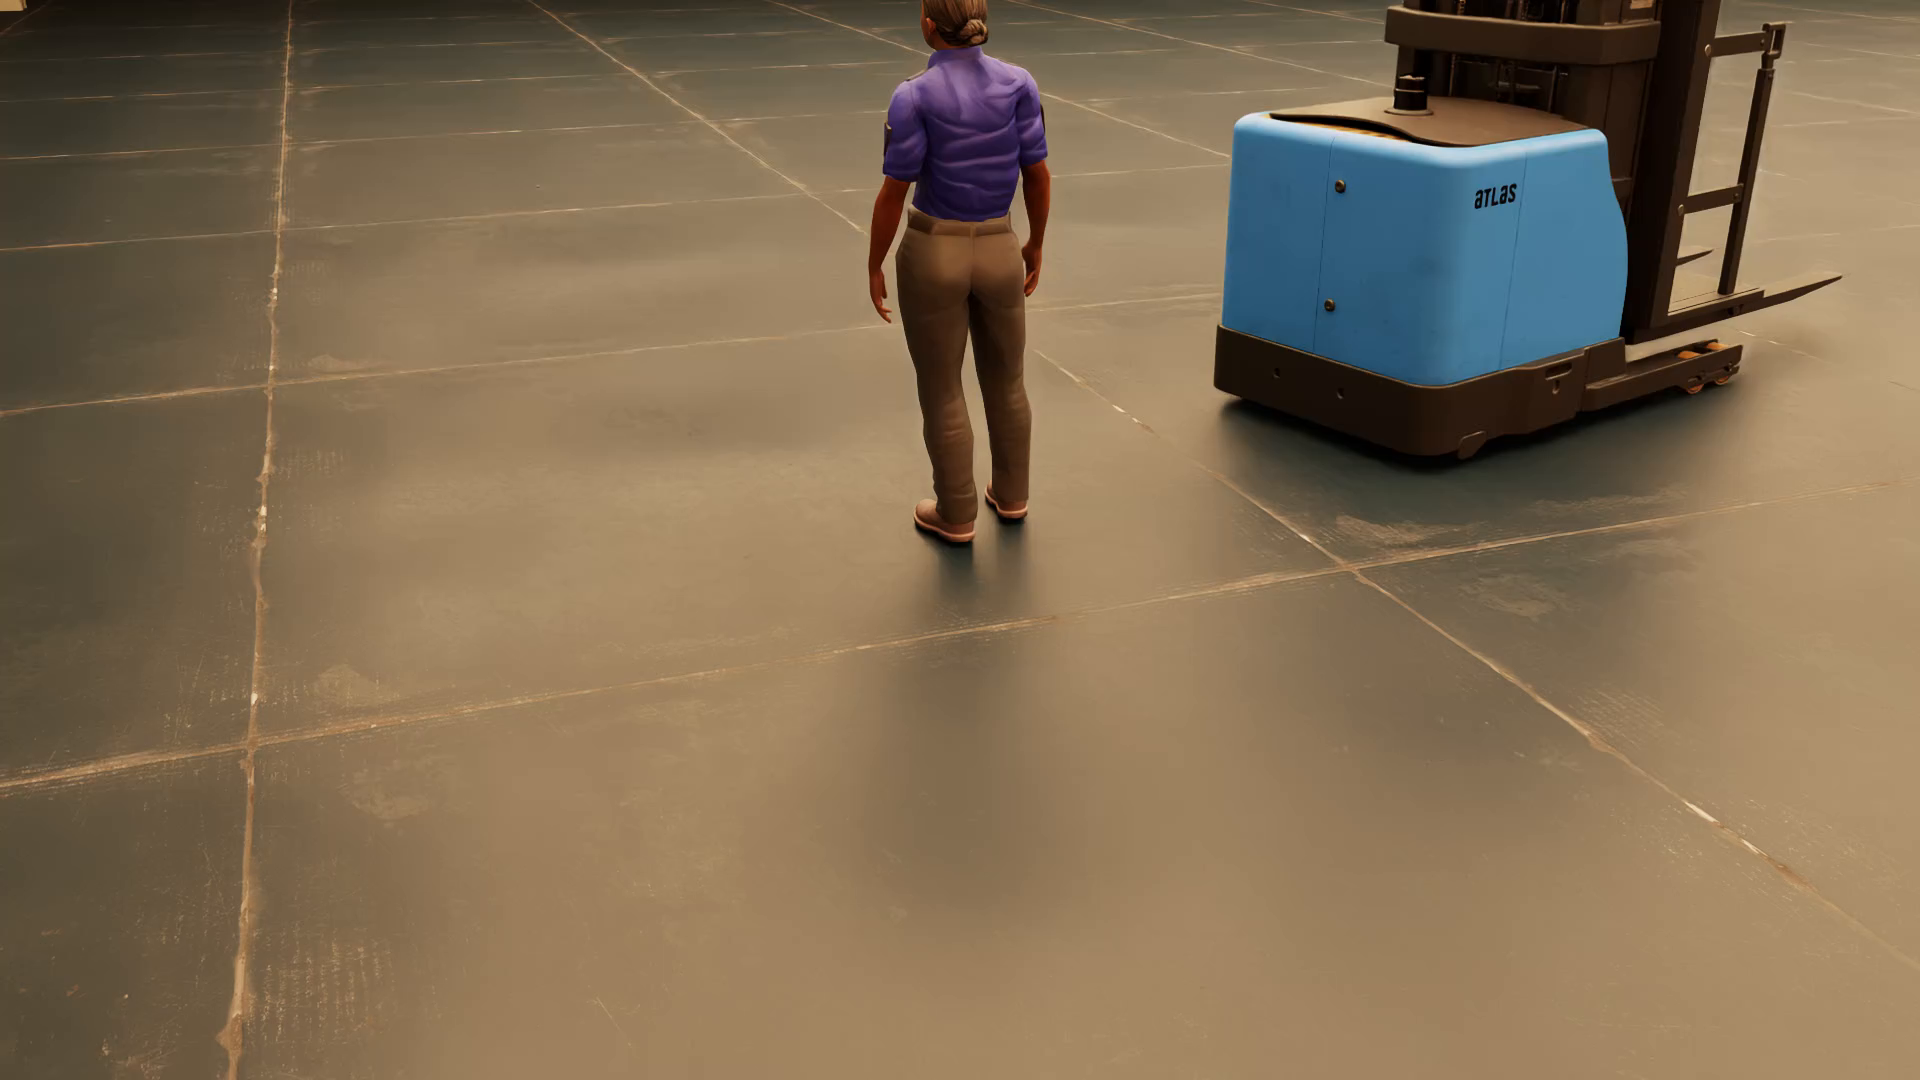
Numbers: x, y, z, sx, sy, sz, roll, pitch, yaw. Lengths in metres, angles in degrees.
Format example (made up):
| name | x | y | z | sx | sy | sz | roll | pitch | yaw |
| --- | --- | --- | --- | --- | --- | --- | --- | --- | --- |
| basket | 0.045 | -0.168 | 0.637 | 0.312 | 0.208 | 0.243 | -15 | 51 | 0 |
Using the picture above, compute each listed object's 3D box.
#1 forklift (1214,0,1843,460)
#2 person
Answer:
| name | x | y | z | sx | sy | sz | roll | pitch | yaw |
| --- | --- | --- | --- | --- | --- | --- | --- | --- | --- |
| forklift | 2.444 | -2.061 | 6.199 | 3.031 | 2.935 | 1.130 | -16 | 28 | -33 |
| person | -0.011 | -0.804 | 4.838 | 0.569 | 1.656 | 0.503 | -8 | 24 | -18 |
